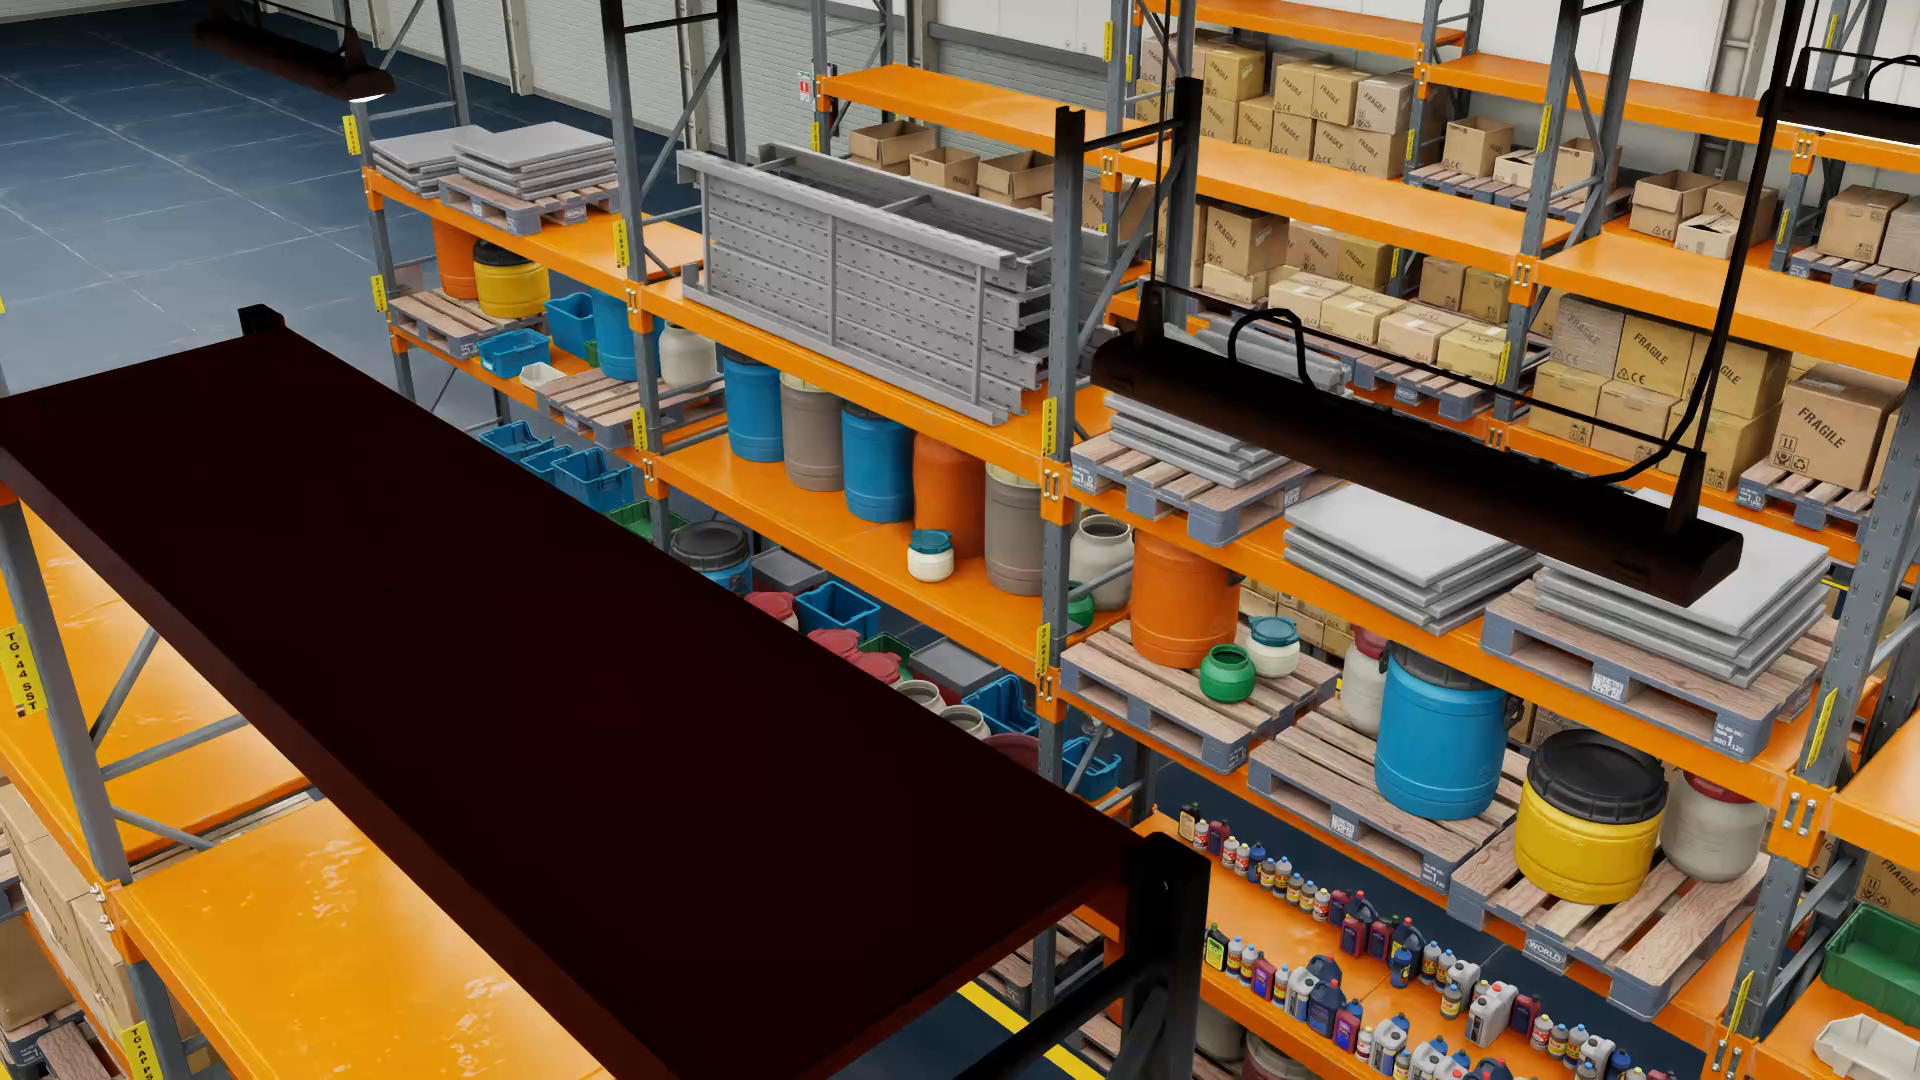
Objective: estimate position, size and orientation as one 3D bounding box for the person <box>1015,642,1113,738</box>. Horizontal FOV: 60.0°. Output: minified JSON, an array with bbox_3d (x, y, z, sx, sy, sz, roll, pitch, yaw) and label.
[{"bbox_3d":[0.804,0.868,13.166,0.942,1.426,0.467,18,33,30],"label":"person"}]
